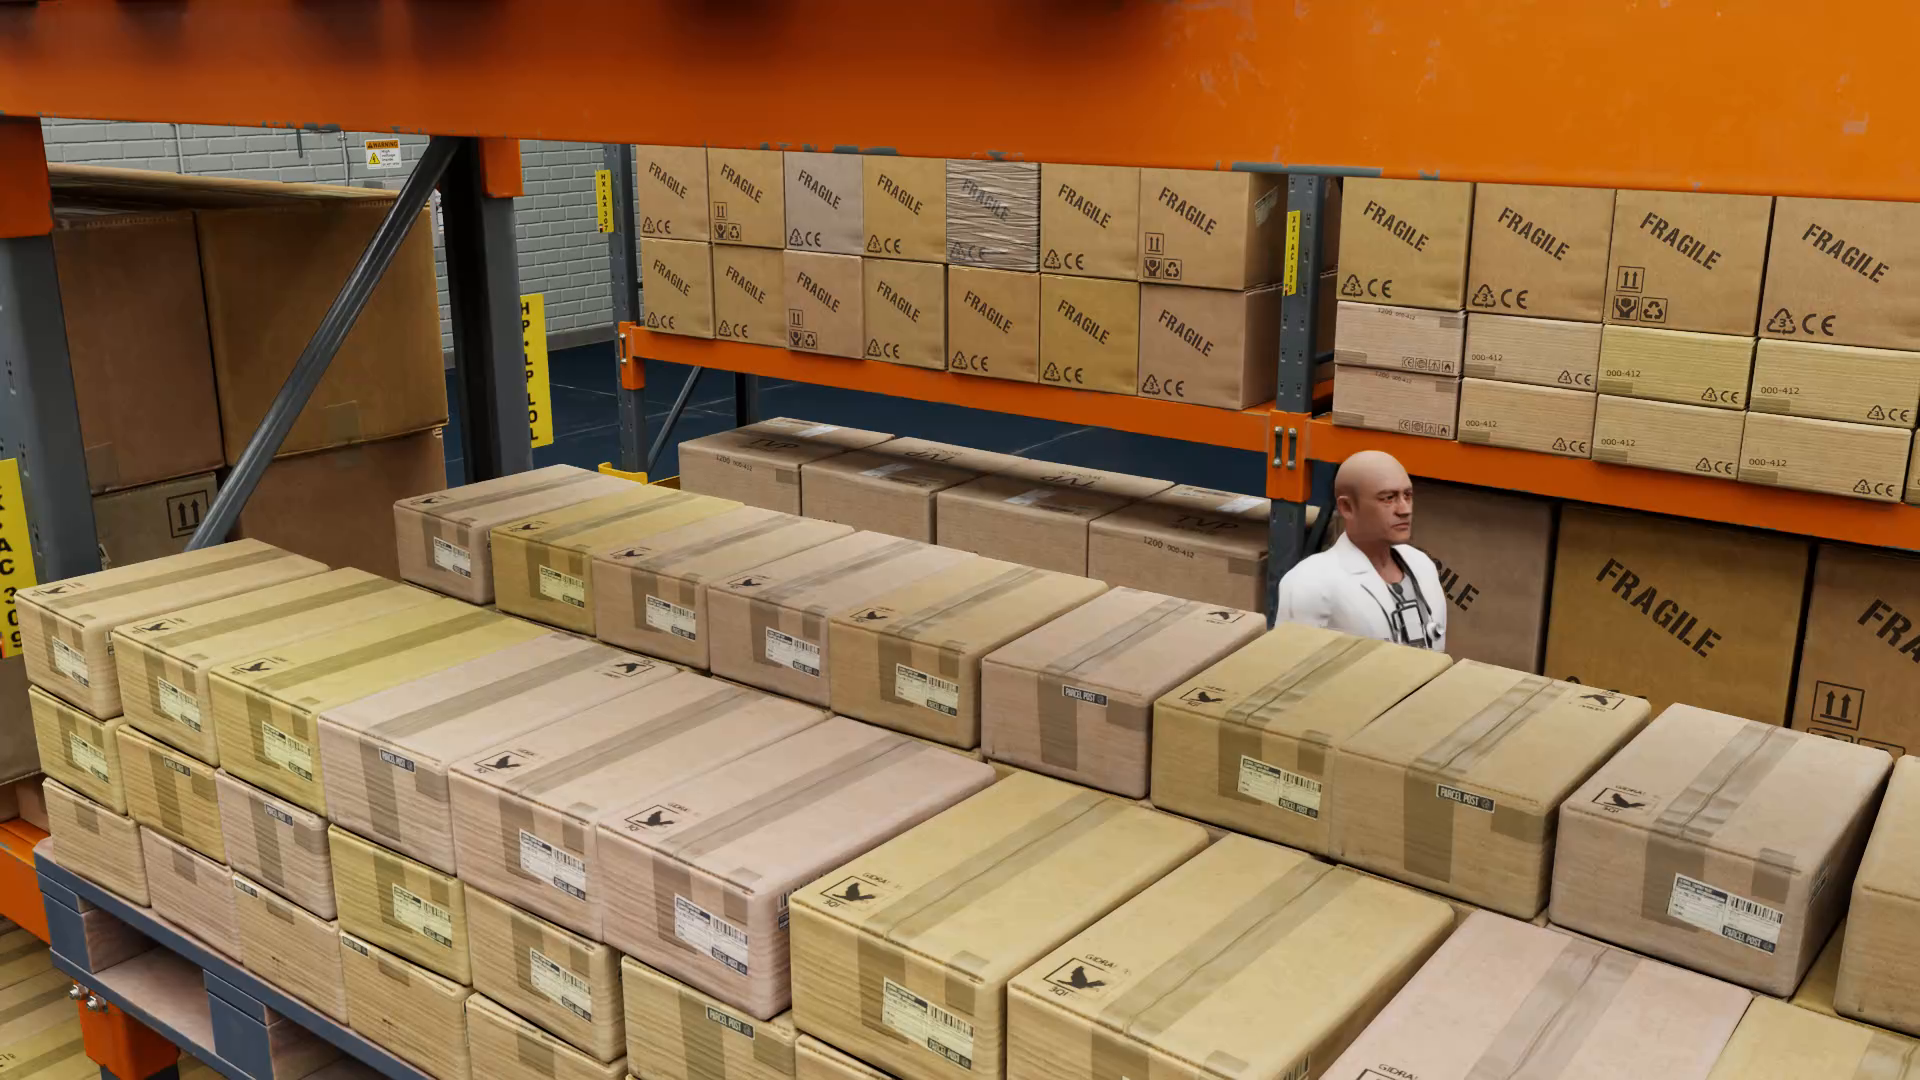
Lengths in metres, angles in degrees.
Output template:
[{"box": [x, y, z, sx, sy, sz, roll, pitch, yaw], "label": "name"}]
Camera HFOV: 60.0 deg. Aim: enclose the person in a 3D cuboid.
[{"box": [1.043, 0.616, 4.440, 0.580, 1.739, 1.017, -9, 18, -28], "label": "person"}]
